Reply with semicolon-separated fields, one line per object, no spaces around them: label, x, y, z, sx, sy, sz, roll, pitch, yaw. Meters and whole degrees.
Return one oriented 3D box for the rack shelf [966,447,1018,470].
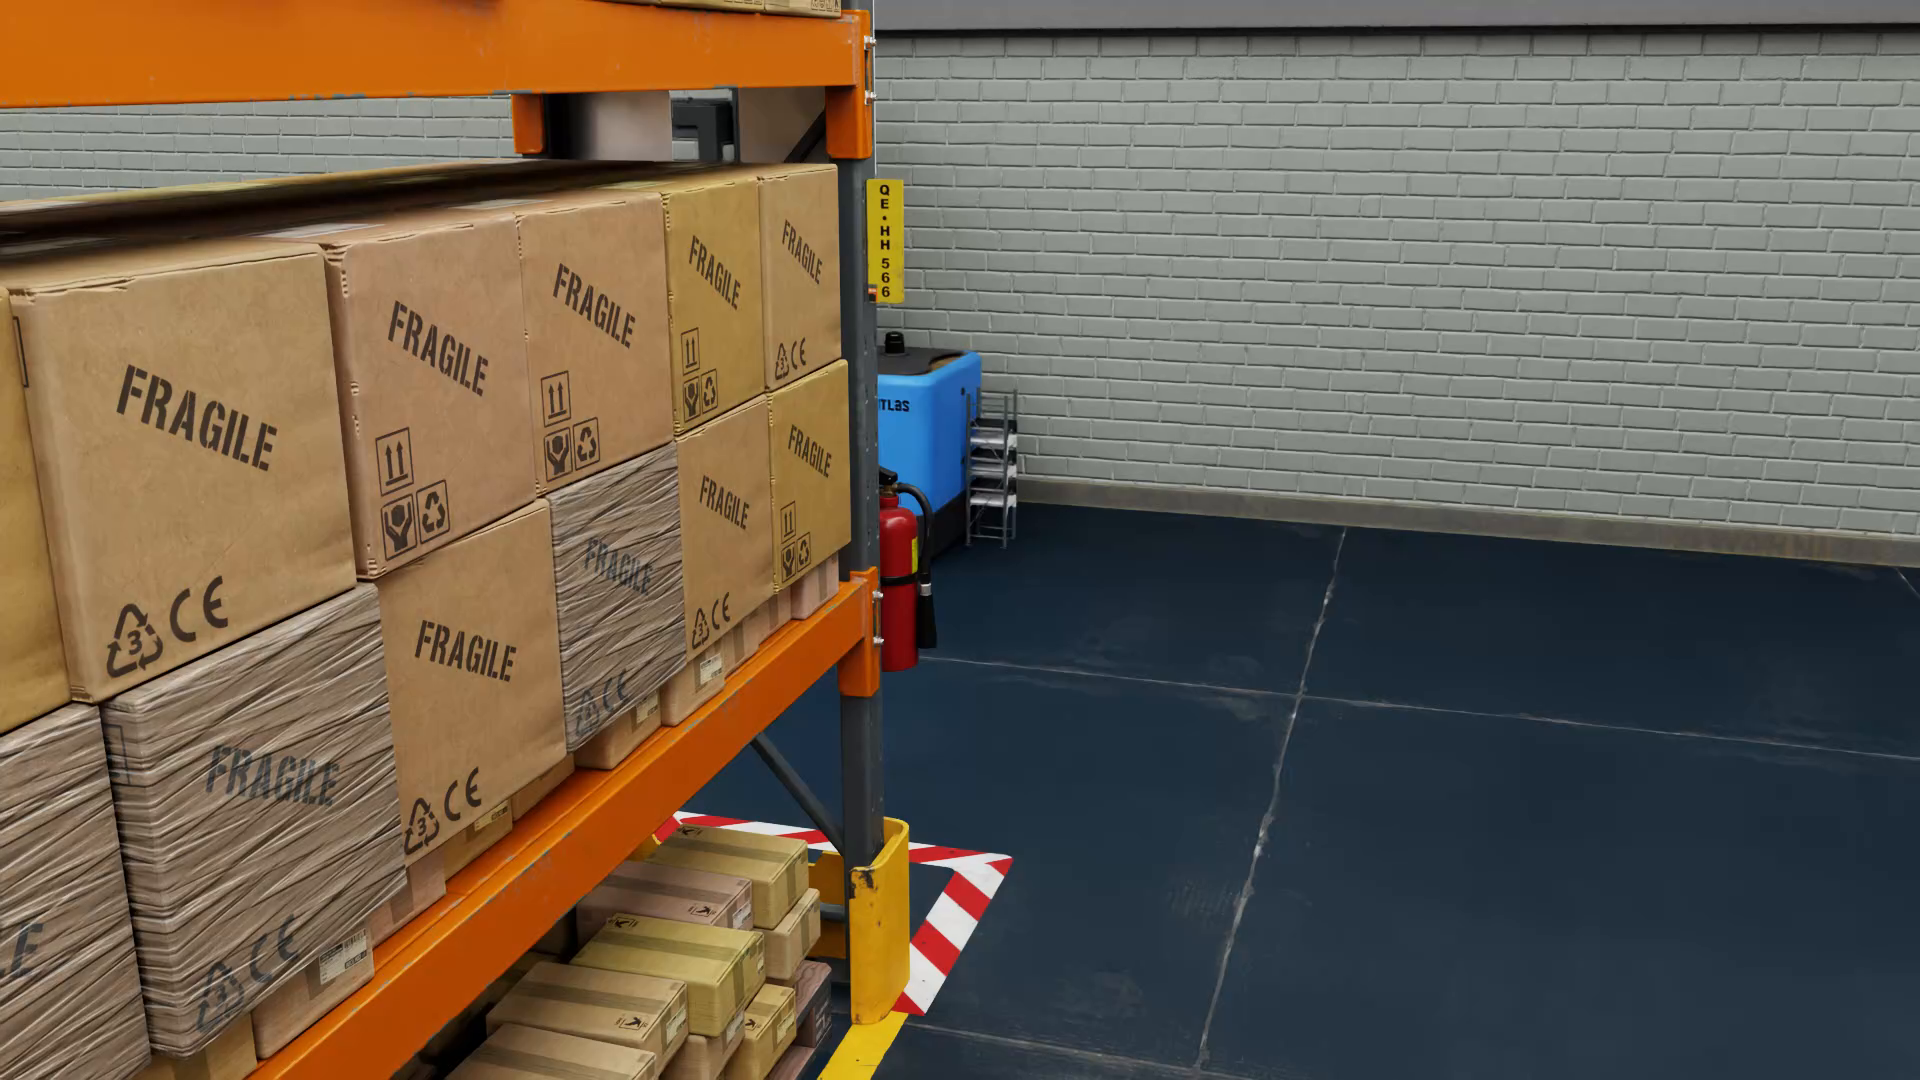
rack shelf;0.185;-0.473;9.641;0.258;0.077;0.200;5;17;16

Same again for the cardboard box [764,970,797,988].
cardboard box;-0.674;1.188;4.598;0.380;0.149;0.250;5;17;17

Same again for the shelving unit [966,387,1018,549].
shelving unit;0.185;-0.419;9.656;0.258;0.900;0.210;5;17;16

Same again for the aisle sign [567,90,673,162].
aisle sign;-0.992;-1.428;4.604;0.394;0.787;0.004;5;16;16

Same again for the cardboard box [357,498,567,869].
cardboard box;-1.044;0.208;2.869;0.500;0.500;0.500;5;17;19

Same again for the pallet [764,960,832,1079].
pallet;-1.011;1.436;4.380;1.003;0.211;1.213;5;16;16

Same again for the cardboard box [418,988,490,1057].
cardboard box;-1.348;1.067;3.933;0.380;0.149;0.250;4;16;13

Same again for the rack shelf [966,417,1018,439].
rack shelf;0.185;-0.646;9.592;0.258;0.077;0.200;5;17;16

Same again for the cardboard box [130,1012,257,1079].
cardboard box;-1.222;0.705;2.309;0.380;0.149;0.250;5;17;17

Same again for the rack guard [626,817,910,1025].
rack guard;-0.746;1.087;5.080;1.175;0.500;0.348;5;16;16

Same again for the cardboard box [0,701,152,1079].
cardboard box;-1.345;0.480;1.912;0.500;0.500;0.500;5;16;16

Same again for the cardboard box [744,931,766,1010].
cardboard box;-0.727;1.116;4.309;0.380;0.149;0.250;4;16;15

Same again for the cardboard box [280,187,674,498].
cardboard box;-0.899;-0.399;3.179;0.500;0.500;0.500;6;17;19

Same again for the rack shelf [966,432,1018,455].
rack shelf;0.185;-0.560;9.616;0.258;0.077;0.200;5;17;16

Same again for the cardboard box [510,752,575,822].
cardboard box;-0.997;0.423;3.301;0.380;0.149;0.250;4;16;14

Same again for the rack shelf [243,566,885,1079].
rack shelf;-1.293;0.734;3.063;1.077;0.370;4.000;5;16;16

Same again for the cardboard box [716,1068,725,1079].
cardboard box;-0.808;1.326;4.113;0.380;0.149;0.250;5;16;16

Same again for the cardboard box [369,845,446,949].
cardboard box;-1.108;0.561;2.814;0.380;0.149;0.250;5;17;18

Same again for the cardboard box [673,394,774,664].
cardboard box;-0.757;-0.055;3.797;0.500;0.500;0.500;4;16;15

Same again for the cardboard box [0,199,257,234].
cardboard box;-1.555;-0.310;2.865;0.500;0.500;0.500;4;16;14

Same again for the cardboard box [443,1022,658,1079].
cardboard box;-0.868;1.182;3.528;0.380;0.149;0.250;5;17;18

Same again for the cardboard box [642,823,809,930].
cardboard box;-0.632;0.906;4.502;0.380;0.149;0.250;5;17;17

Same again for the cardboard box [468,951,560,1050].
cardboard box;-1.237;1.146;4.200;0.380;0.149;0.250;5;17;17

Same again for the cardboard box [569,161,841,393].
cardboard box;-0.616;-0.668;4.128;0.500;0.500;0.500;4;16;15

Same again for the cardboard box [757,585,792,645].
cardboard box;-0.653;0.155;4.246;0.380;0.149;0.250;5;16;16

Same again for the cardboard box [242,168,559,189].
cardboard box;-1.244;-0.578;3.810;0.500;0.500;0.500;5;17;17

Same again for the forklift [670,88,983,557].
forklift;-1.434;-1.501;9.751;3.031;2.935;1.130;5;17;17

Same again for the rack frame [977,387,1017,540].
rack frame;0.214;-0.445;9.750;0.240;0.900;0.006;5;17;16

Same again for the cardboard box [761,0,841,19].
cardboard box;-0.600;-1.367;3.929;0.500;0.250;0.500;4;16;15

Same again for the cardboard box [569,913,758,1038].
cardboard box;-0.711;1.045;4.013;0.380;0.149;0.250;4;16;15

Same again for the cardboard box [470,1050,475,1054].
cardboard box;-1.240;1.287;4.250;0.380;0.149;0.250;5;17;16

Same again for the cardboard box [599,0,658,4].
cardboard box;-0.892;-1.104;3.002;0.500;0.250;0.500;5;17;18

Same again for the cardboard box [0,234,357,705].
cardboard box;-1.194;-0.126;2.217;0.500;0.500;0.500;5;17;17

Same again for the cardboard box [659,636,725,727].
cardboard box;-0.760;0.290;3.769;0.380;0.149;0.250;5;17;17

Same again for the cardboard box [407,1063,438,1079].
cardboard box;-1.398;1.282;3.722;0.380;0.149;0.250;4;16;13
